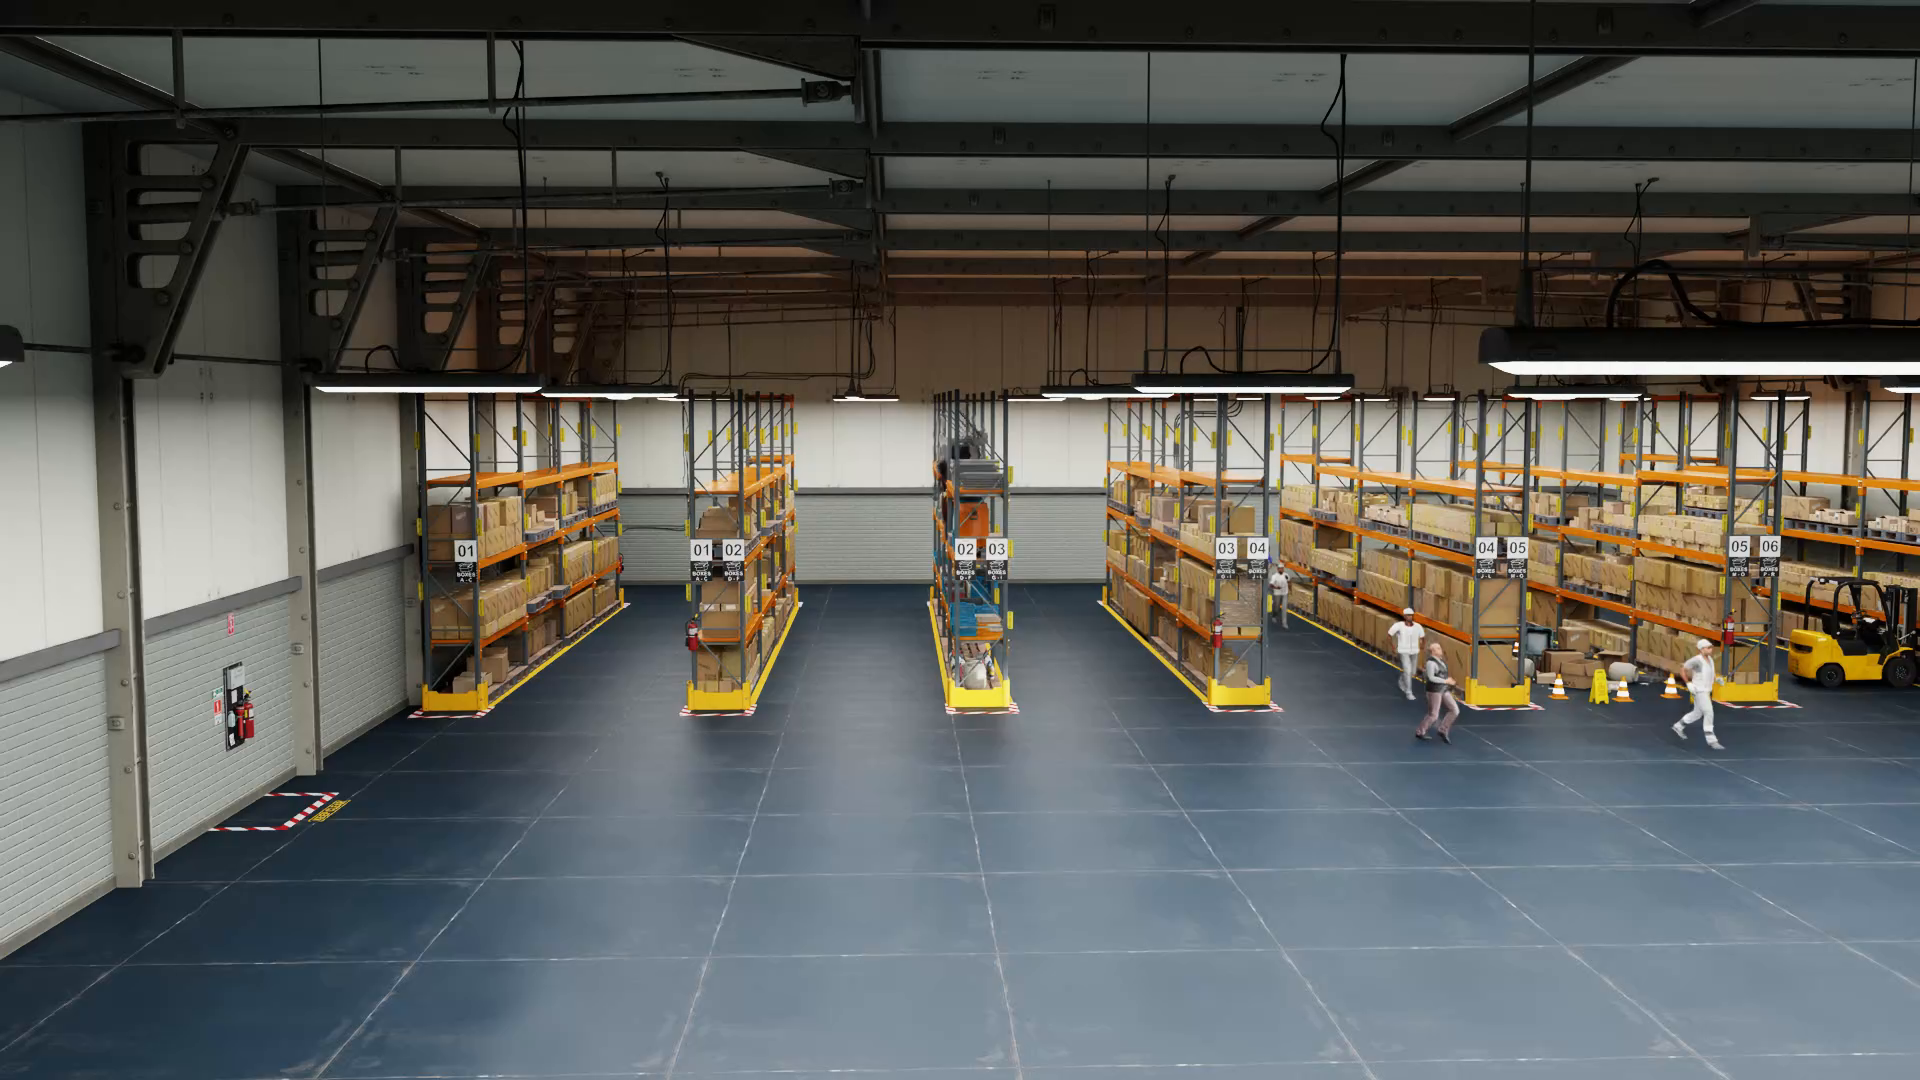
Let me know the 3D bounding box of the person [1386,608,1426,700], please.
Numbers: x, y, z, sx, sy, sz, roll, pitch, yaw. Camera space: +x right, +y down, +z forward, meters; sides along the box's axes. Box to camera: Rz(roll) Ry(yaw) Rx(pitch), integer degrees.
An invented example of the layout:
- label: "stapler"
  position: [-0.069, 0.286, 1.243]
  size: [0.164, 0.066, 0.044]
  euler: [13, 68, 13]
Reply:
- label: "person"
  position: [8.720, 2.193, 32.429]
  size: [0.726, 1.751, 0.904]
  euler: [-1, 5, -10]

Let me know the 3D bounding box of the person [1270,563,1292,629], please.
- label: "person"
  position: [8.206, 1.393, 42.457]
  size: [0.594, 1.641, 1.044]
  euler: [0, 5, -2]

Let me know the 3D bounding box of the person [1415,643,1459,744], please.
- label: "person"
  position: [8.074, 2.598, 28.107]
  size: [0.726, 1.737, 0.662]
  euler: [4, 6, 41]

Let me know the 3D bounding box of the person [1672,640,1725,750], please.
- label: "person"
  position: [12.408, 2.555, 27.879]
  size: [0.658, 1.799, 0.935]
  euler: [-4, 6, -42]

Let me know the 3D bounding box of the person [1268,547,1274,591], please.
- label: "person"
  position: [8.849, 0.949, 48.847]
  size: [0.753, 1.577, 0.638]
  euler: [-1, 5, -10]
